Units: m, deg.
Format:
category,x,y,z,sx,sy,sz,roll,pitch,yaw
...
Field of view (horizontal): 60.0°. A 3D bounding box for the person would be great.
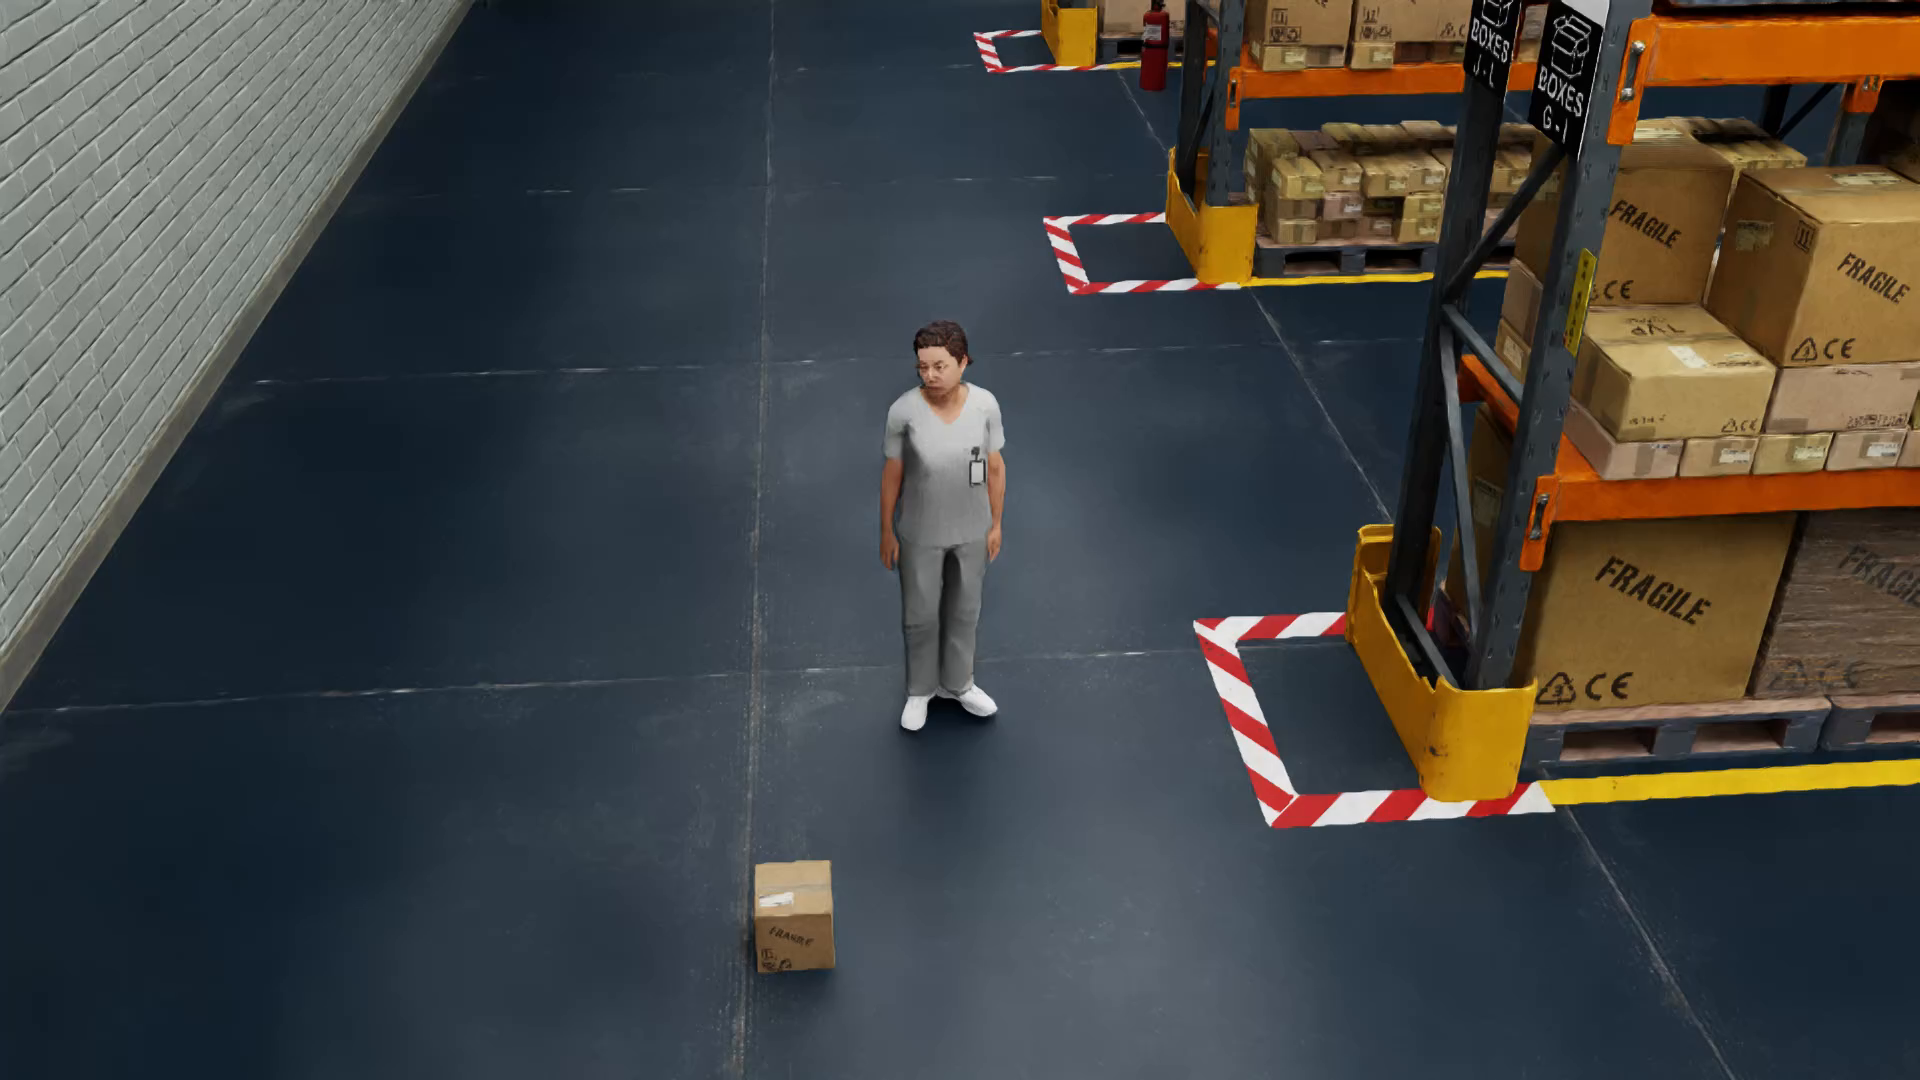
category,x,y,z,sx,sy,sz,roll,pitch,yaw
person,-0.064,-0.022,6.177,0.475,1.656,0.360,-8,32,-13
